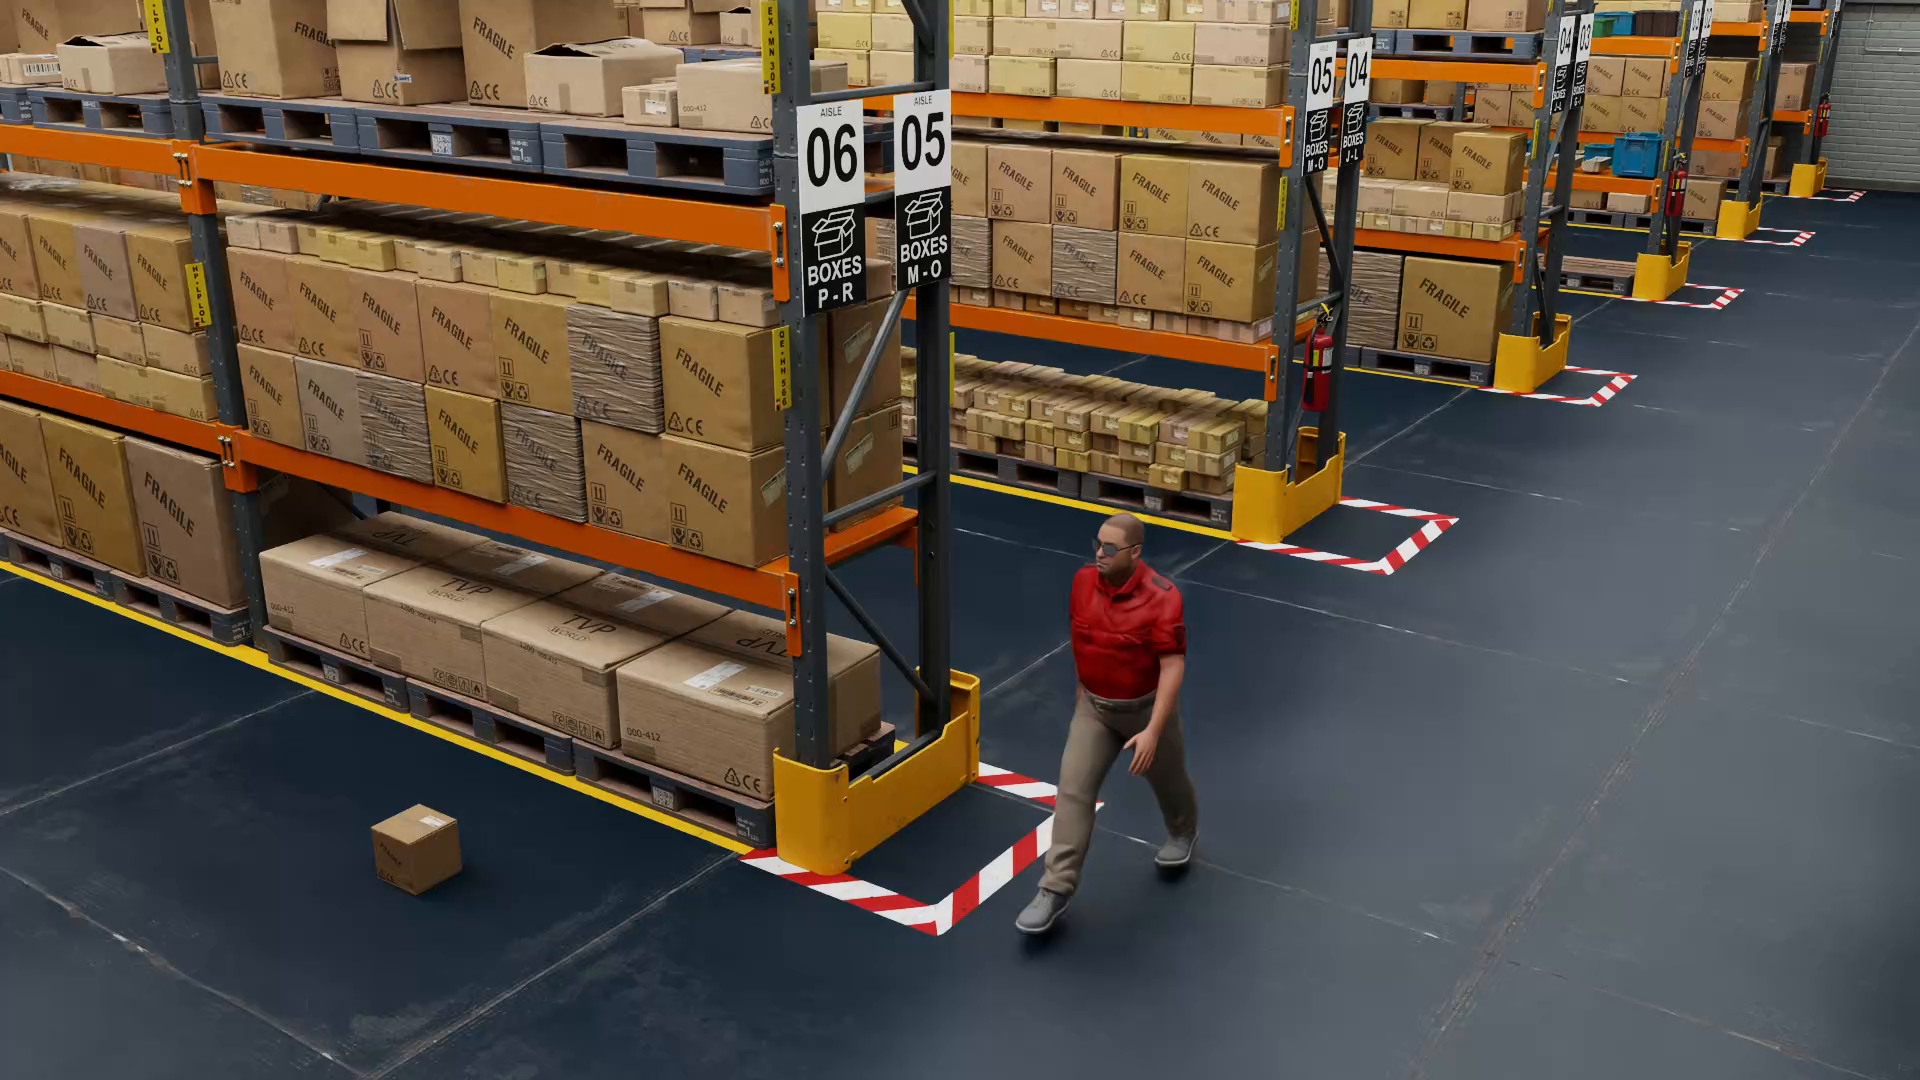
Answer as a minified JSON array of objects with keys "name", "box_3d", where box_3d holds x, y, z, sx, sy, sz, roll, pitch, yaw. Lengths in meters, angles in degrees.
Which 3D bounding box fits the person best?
[{"name":"person","box_3d":[0.628,0.679,6.670,0.606,1.647,1.118,12,23,31]}]
